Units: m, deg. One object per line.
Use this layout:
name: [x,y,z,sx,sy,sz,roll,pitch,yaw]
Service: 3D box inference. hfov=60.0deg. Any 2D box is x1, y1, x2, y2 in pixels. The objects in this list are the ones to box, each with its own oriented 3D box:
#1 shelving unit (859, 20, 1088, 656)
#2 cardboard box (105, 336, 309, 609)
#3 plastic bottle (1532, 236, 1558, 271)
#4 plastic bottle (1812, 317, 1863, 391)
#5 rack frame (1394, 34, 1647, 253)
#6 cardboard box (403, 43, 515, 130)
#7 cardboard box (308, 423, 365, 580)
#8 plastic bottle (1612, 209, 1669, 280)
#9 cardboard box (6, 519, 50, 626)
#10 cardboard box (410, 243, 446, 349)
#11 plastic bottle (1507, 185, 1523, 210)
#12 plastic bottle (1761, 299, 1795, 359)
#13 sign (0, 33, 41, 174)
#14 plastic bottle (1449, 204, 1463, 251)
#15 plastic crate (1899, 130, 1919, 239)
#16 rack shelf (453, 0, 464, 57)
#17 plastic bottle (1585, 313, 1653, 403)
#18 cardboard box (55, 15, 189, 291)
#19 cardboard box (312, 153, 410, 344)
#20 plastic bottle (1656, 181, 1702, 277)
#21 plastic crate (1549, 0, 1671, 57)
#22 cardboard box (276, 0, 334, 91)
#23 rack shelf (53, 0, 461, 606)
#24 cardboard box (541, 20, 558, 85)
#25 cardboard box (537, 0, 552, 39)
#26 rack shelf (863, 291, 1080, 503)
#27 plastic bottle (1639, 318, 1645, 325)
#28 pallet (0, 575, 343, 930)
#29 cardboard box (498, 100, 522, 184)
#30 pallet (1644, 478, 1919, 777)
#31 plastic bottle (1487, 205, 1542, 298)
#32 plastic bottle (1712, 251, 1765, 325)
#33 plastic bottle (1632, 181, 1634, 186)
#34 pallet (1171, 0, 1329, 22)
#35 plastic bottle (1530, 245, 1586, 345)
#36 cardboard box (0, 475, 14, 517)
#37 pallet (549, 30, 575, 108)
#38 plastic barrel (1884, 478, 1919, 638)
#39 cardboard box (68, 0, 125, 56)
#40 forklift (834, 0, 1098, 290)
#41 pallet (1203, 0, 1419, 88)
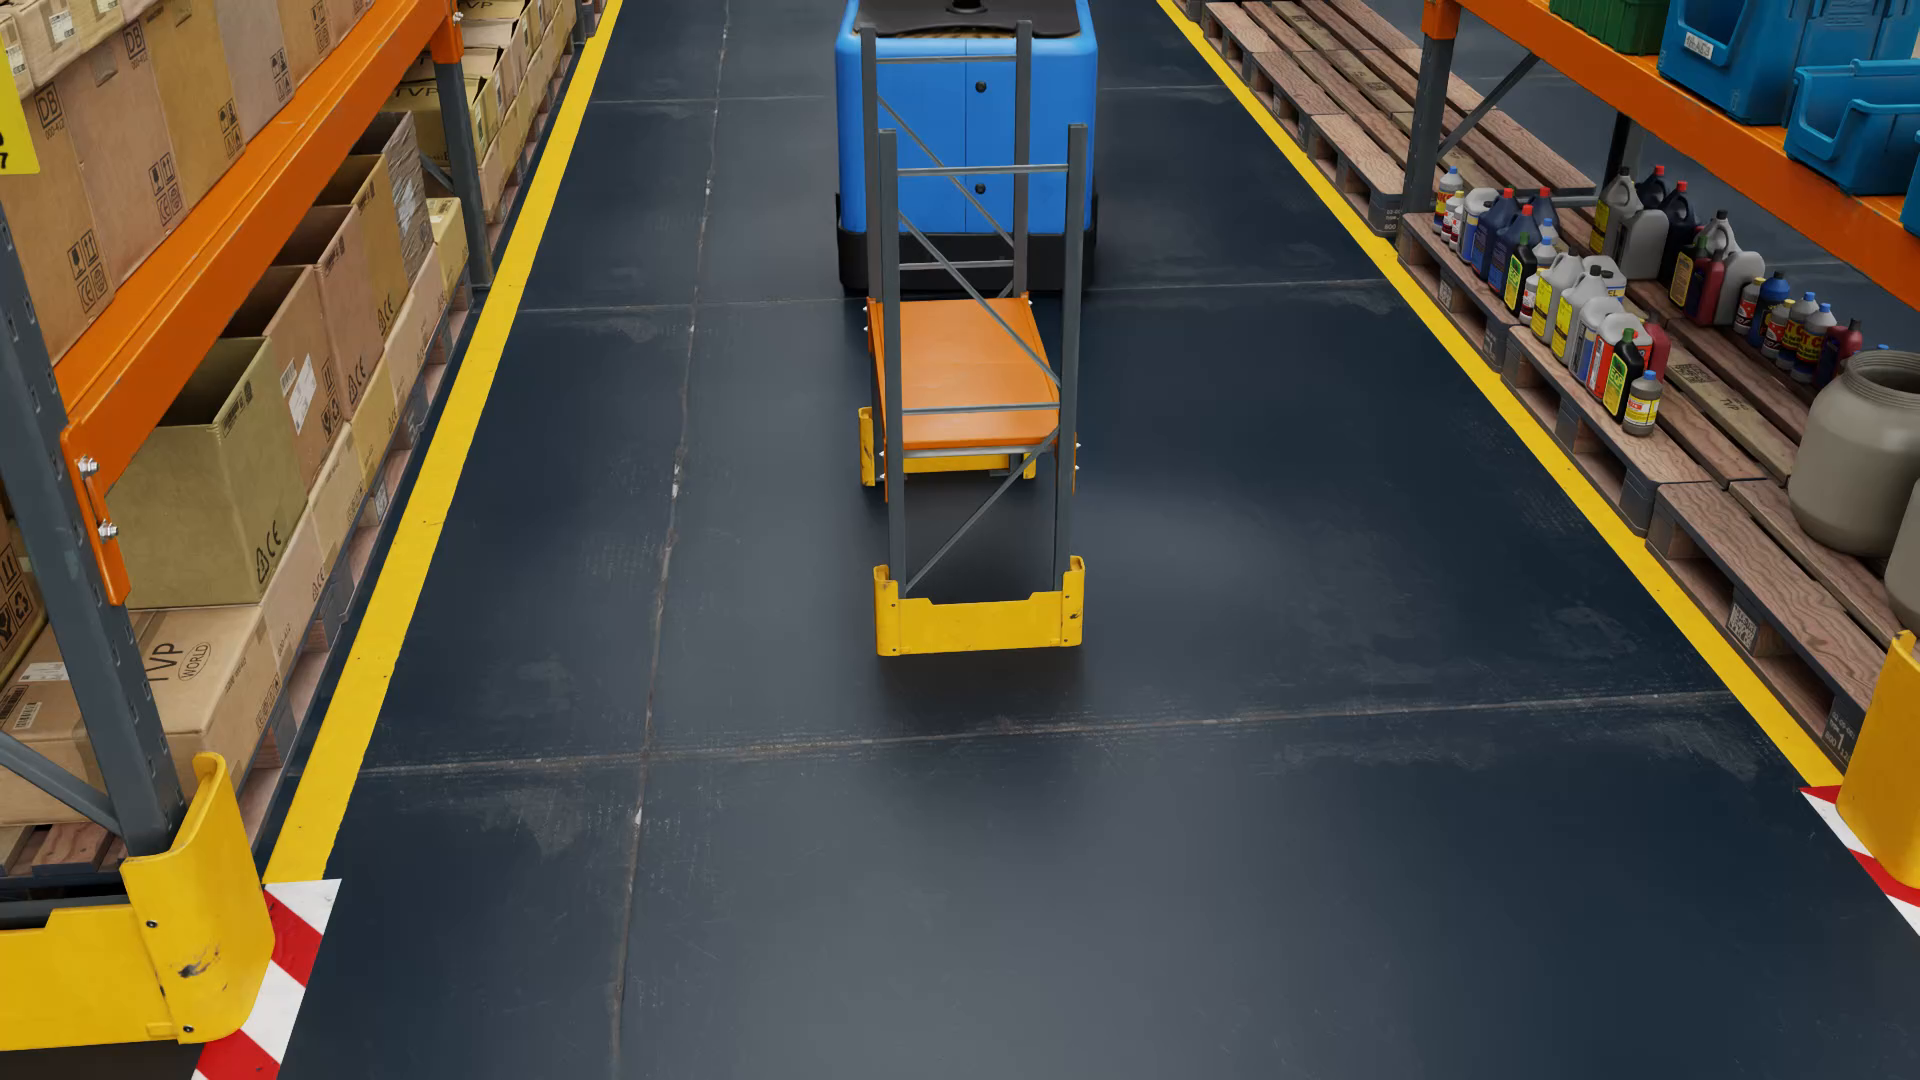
shelving unit: [0.007,-0.605,4.800,0.587,1.500,1.083,-3,31,-5]
cardboard box: [-1.989,-0.172,4.154,0.500,0.500,0.500,-3,31,-5]
plastic bottle: [2.177,-1.004,6.238,0.097,0.271,0.097,0,31,0]
plastic bottle: [2.958,-0.626,5.593,0.061,0.283,0.133,-2,31,-4]
rack frame: [2.446,-2.588,6.658,1.000,3.000,0.127,-3,31,-5]
cardboard box: [-2.318,-2.072,7.519,0.500,0.311,0.500,-3,31,-5]
cardboard box: [-2.037,-0.106,4.773,0.500,0.250,0.500,-3,31,-5]
plastic bottle: [2.666,-1.175,6.519,0.152,0.276,0.135,-3,31,-5]
cardboard box: [-2.515,0.175,4.304,0.500,0.250,0.500,-3,31,-5]
cardboard box: [-2.188,-0.871,6.055,0.500,0.250,0.500,-3,31,-5]
plastic bottle: [2.203,-1.269,6.670,0.061,0.283,0.133,-3,31,-5]
plastic bottle: [2.910,-0.751,5.882,0.097,0.201,0.097,0,31,0]
sign: [-1.559,-0.740,2.642,0.100,0.325,0.005,-3,31,-5]
plastic bottle: [2.058,-1.288,6.782,0.097,0.201,0.097,0,31,0]
plastic crate: [2.475,-0.724,3.681,0.499,0.251,0.616,-3,31,-5]
rack shelf: [-2.673,-3.065,8.158,1.077,0.370,4.000,-3,31,-5]
plastic bottle: [2.216,-0.612,5.577,0.152,0.276,0.135,-3,31,-4]
cardboard box: [-2.197,-0.861,3.668,0.700,0.500,0.500,-2,31,-3]
cardboard box: [-2.139,-0.938,5.435,0.500,0.500,0.500,-3,31,-5]
plastic bottle: [2.811,-1.227,6.534,0.144,0.351,0.185,-4,31,-7]
plastic crate: [2.292,-1.791,5.530,0.450,0.188,0.662,-3,31,-5]
cardboard box: [-2.339,-1.644,4.980,0.700,0.500,0.500,-2,31,-4]
rack shelf: [-2.299,-1.023,4.739,1.077,0.370,4.000,-3,31,-5]
cardboard box: [-2.472,-2.618,8.980,0.500,0.250,0.500,-2,31,-3]
cardboard box: [-2.466,-2.857,8.834,0.500,0.311,0.500,-3,31,-5]
rack shelf: [0.008,-0.446,4.885,0.538,0.185,1.000,-3,31,-5]
plastic bottle: [2.325,-0.667,5.741,0.097,0.201,0.097,0,31,0]
pallet: [-2.225,0.498,4.211,1.003,0.211,1.213,-3,31,-5]
cardboard box: [-2.323,-1.832,7.663,0.500,0.250,0.500,-2,31,-3]
pallet: [2.695,0.199,4.710,1.003,0.211,1.213,-3,31,-5]
plastic bottle: [2.126,-1.112,6.340,0.144,0.351,0.185,-4,31,-7]
plastic bottle: [2.853,-0.947,6.137,0.152,0.276,0.135,-2,31,-4]
plastic bottle: [2.790,-1.406,6.978,0.097,0.201,0.097,0,31,0]
pallet: [1.957,-3.834,11.463,1.003,0.211,1.213,-3,31,-5]
plastic bottle: [2.166,-0.895,5.977,0.144,0.351,0.185,-3,31,-5]
cardboard box: [-2.567,-0.402,4.538,0.500,0.500,0.500,-3,31,-5]
pallet: [-2.822,-2.776,9.692,1.003,0.211,1.213,-3,31,-5]
plastic barrel: [2.682,0.009,4.326,0.421,0.512,0.421,0,31,0]
cardboard box: [-1.984,-1.105,3.445,0.380,0.149,0.250,-3,31,-4]
forklift: [0.041,-3.000,7.415,1.130,2.935,3.031,0,31,1]
pallet: [2.106,-3.036,10.127,1.003,0.211,1.213,-3,31,-5]
